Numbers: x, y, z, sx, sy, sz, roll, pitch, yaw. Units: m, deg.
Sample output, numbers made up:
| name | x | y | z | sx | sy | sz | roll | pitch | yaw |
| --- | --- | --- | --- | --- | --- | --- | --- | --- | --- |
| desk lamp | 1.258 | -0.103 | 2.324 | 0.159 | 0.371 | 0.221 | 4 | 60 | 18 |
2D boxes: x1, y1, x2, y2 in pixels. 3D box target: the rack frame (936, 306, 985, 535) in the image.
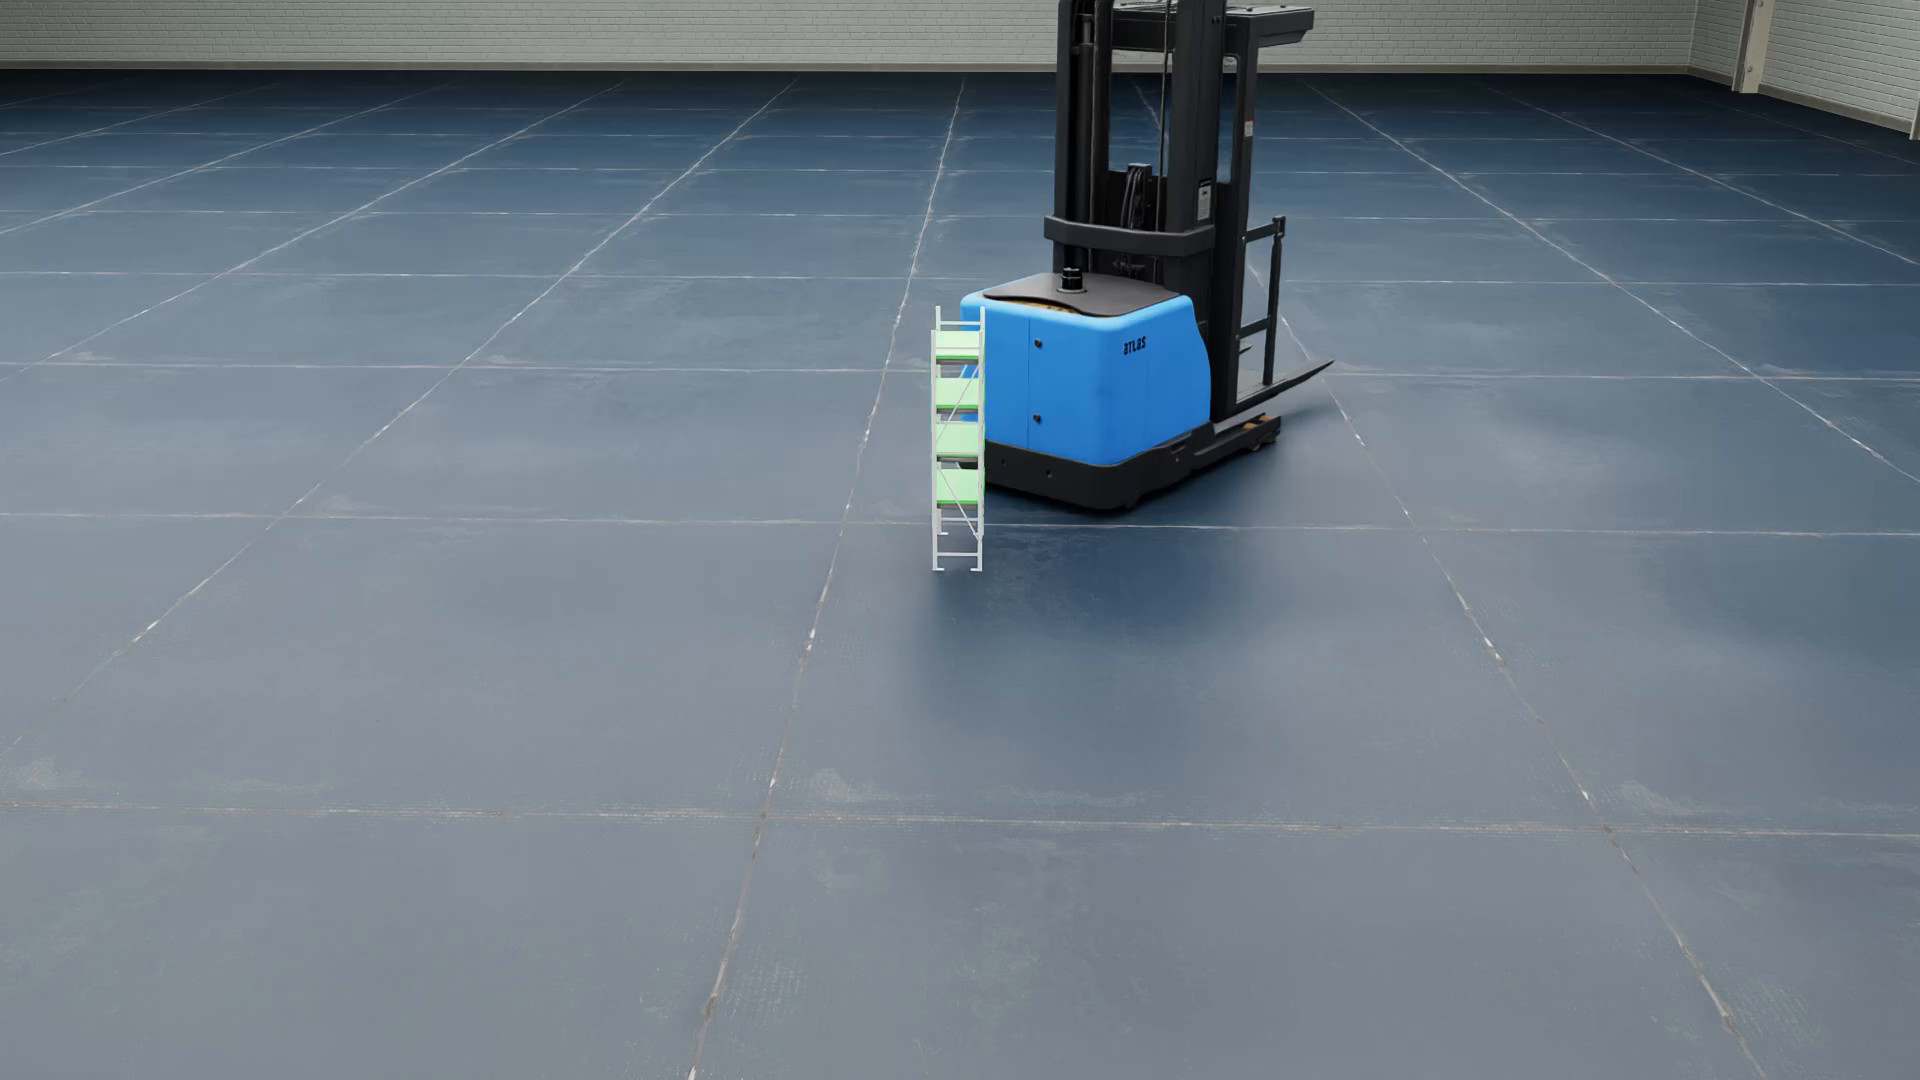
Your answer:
| name | x | y | z | sx | sy | sz | roll | pitch | yaw |
| --- | --- | --- | --- | --- | --- | --- | --- | --- | --- |
| rack frame | 0.002 | -0.588 | 8.385 | 0.240 | 1.200 | 0.015 | 1 | 21 | 2 |

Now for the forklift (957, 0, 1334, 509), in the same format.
| name | x | y | z | sx | sy | sz | roll | pitch | yaw |
| --- | --- | --- | --- | --- | --- | --- | --- | --- | --- |
| forklift | 1.284 | -1.993 | 9.613 | 1.130 | 2.935 | 3.031 | 16 | 26 | 35 |

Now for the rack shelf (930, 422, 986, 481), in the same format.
| name | x | y | z | sx | sy | sz | roll | pitch | yaw |
| --- | --- | --- | --- | --- | --- | --- | --- | --- | --- |
| rack shelf | -0.005 | -0.440 | 8.181 | 0.258 | 0.148 | 0.480 | 1 | 21 | 2 |

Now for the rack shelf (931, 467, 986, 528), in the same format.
| name | x | y | z | sx | sy | sz | roll | pitch | yaw |
| --- | --- | --- | --- | --- | --- | --- | --- | --- | --- |
| rack shelf | -0.005 | -0.216 | 8.268 | 0.258 | 0.148 | 0.480 | 1 | 21 | 2 |

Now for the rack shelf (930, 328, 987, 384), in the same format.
| name | x | y | z | sx | sy | sz | roll | pitch | yaw |
| --- | --- | --- | --- | --- | --- | --- | --- | --- | --- |
| rack shelf | -0.005 | -0.887 | 8.007 | 0.258 | 0.148 | 0.480 | 1 | 21 | 2 |

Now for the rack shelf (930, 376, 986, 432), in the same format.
| name | x | y | z | sx | sy | sz | roll | pitch | yaw |
| --- | --- | --- | --- | --- | --- | --- | --- | --- | --- |
| rack shelf | -0.005 | -0.664 | 8.094 | 0.258 | 0.148 | 0.480 | 1 | 21 | 2 |

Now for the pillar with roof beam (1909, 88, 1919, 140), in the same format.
| name | x | y | z | sx | sy | sz | roll | pitch | yaw |
| --- | --- | --- | --- | --- | --- | --- | --- | --- | --- |
| pillar with roof beam | 8.717 | -9.611 | 20.859 | 9.100 | 9.000 | 0.400 | 1 | 21 | 2 |

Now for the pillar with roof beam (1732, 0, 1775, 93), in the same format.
| name | x | y | z | sx | sy | sz | roll | pitch | yaw |
| --- | --- | --- | --- | --- | --- | --- | --- | --- | --- |
| pillar with roof beam | 8.900 | -11.780 | 26.450 | 9.100 | 9.000 | 0.400 | 1 | 21 | 2 |

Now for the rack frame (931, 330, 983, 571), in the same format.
| name | x | y | z | sx | sy | sz | roll | pitch | yaw |
| --- | --- | --- | --- | --- | --- | --- | --- | --- | --- |
| rack frame | -0.012 | -0.411 | 7.930 | 0.240 | 1.200 | 0.015 | 1 | 21 | 2 |

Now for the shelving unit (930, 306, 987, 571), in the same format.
| name | x | y | z | sx | sy | sz | roll | pitch | yaw |
| --- | --- | --- | --- | --- | --- | --- | --- | --- | --- |
| shelving unit | -0.005 | -0.500 | 8.158 | 0.258 | 1.200 | 0.503 | 1 | 21 | 2 |
